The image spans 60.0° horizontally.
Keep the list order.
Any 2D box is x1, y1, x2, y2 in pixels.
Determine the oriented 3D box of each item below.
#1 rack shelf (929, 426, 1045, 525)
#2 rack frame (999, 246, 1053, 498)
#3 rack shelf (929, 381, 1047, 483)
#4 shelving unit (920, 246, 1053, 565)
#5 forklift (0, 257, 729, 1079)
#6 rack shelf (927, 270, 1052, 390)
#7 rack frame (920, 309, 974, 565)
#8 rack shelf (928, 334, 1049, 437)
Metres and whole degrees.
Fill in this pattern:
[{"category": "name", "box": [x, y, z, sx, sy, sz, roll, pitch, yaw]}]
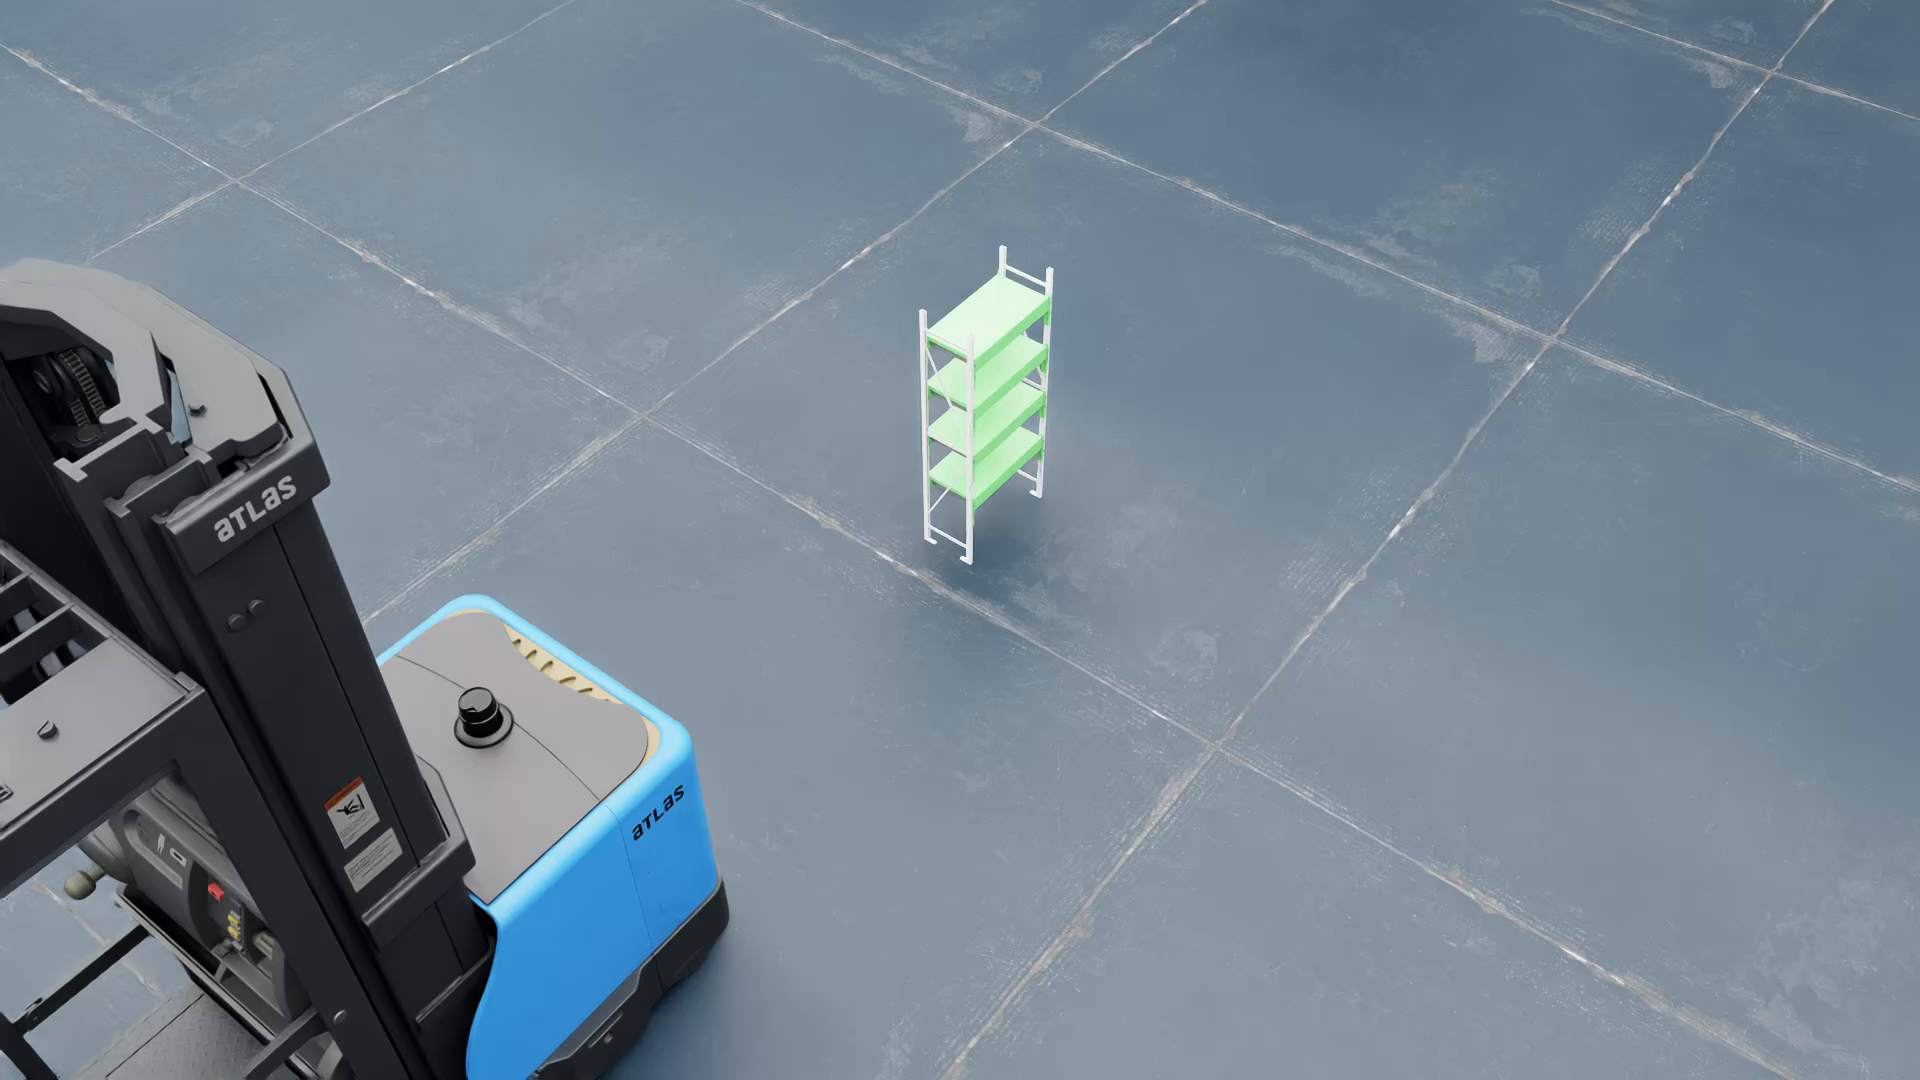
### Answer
[{"category": "rack shelf", "box": [0.101, -0.299, 6.791, 0.258, 0.148, 0.480, 29, 53, 25]}, {"category": "rack frame", "box": [0.250, -0.649, 6.705, 0.240, 1.200, 0.015, 29, 53, 25]}, {"category": "rack shelf", "box": [0.101, -0.465, 6.618, 0.258, 0.148, 0.480, 29, 53, 25]}, {"category": "shelving unit", "box": [0.101, -0.509, 6.571, 0.258, 1.200, 0.503, 29, 53, 25]}, {"category": "forklift", "box": [-2.069, 0.936, 3.993, 1.130, 2.935, 3.031, 29, 53, 25]}, {"category": "rack shelf", "box": [0.101, -0.797, 6.270, 0.258, 0.148, 0.480, 29, 53, 25]}, {"category": "rack frame", "box": [-0.048, -0.370, 6.438, 0.240, 1.200, 0.015, 29, 53, 25]}, {"category": "rack shelf", "box": [0.101, -0.631, 6.444, 0.258, 0.148, 0.480, 29, 53, 25]}]
